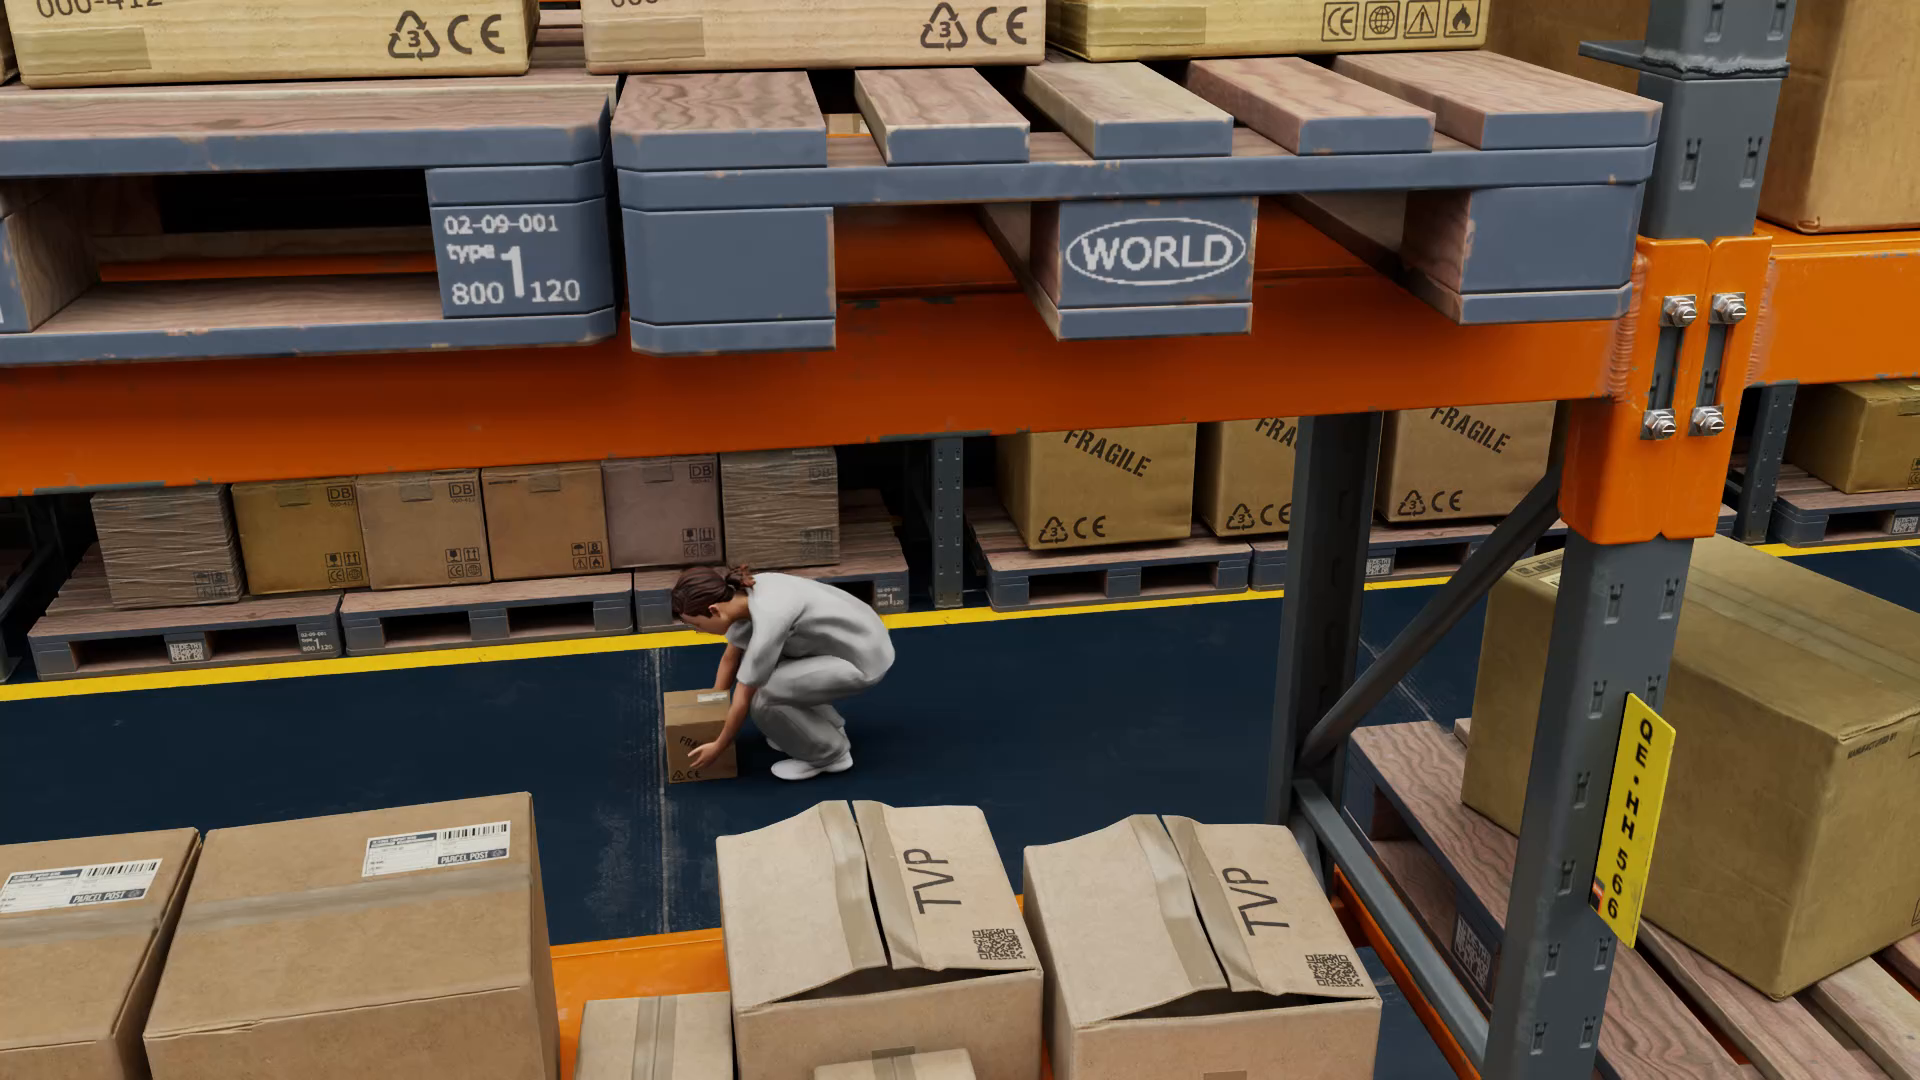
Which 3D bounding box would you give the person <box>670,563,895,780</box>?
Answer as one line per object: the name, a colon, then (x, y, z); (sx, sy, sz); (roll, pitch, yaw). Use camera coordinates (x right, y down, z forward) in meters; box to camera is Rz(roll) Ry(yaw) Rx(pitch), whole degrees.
person: (-0.637, 0.452, 6.104); (0.801, 0.846, 0.464); (-4, 24, -10)
